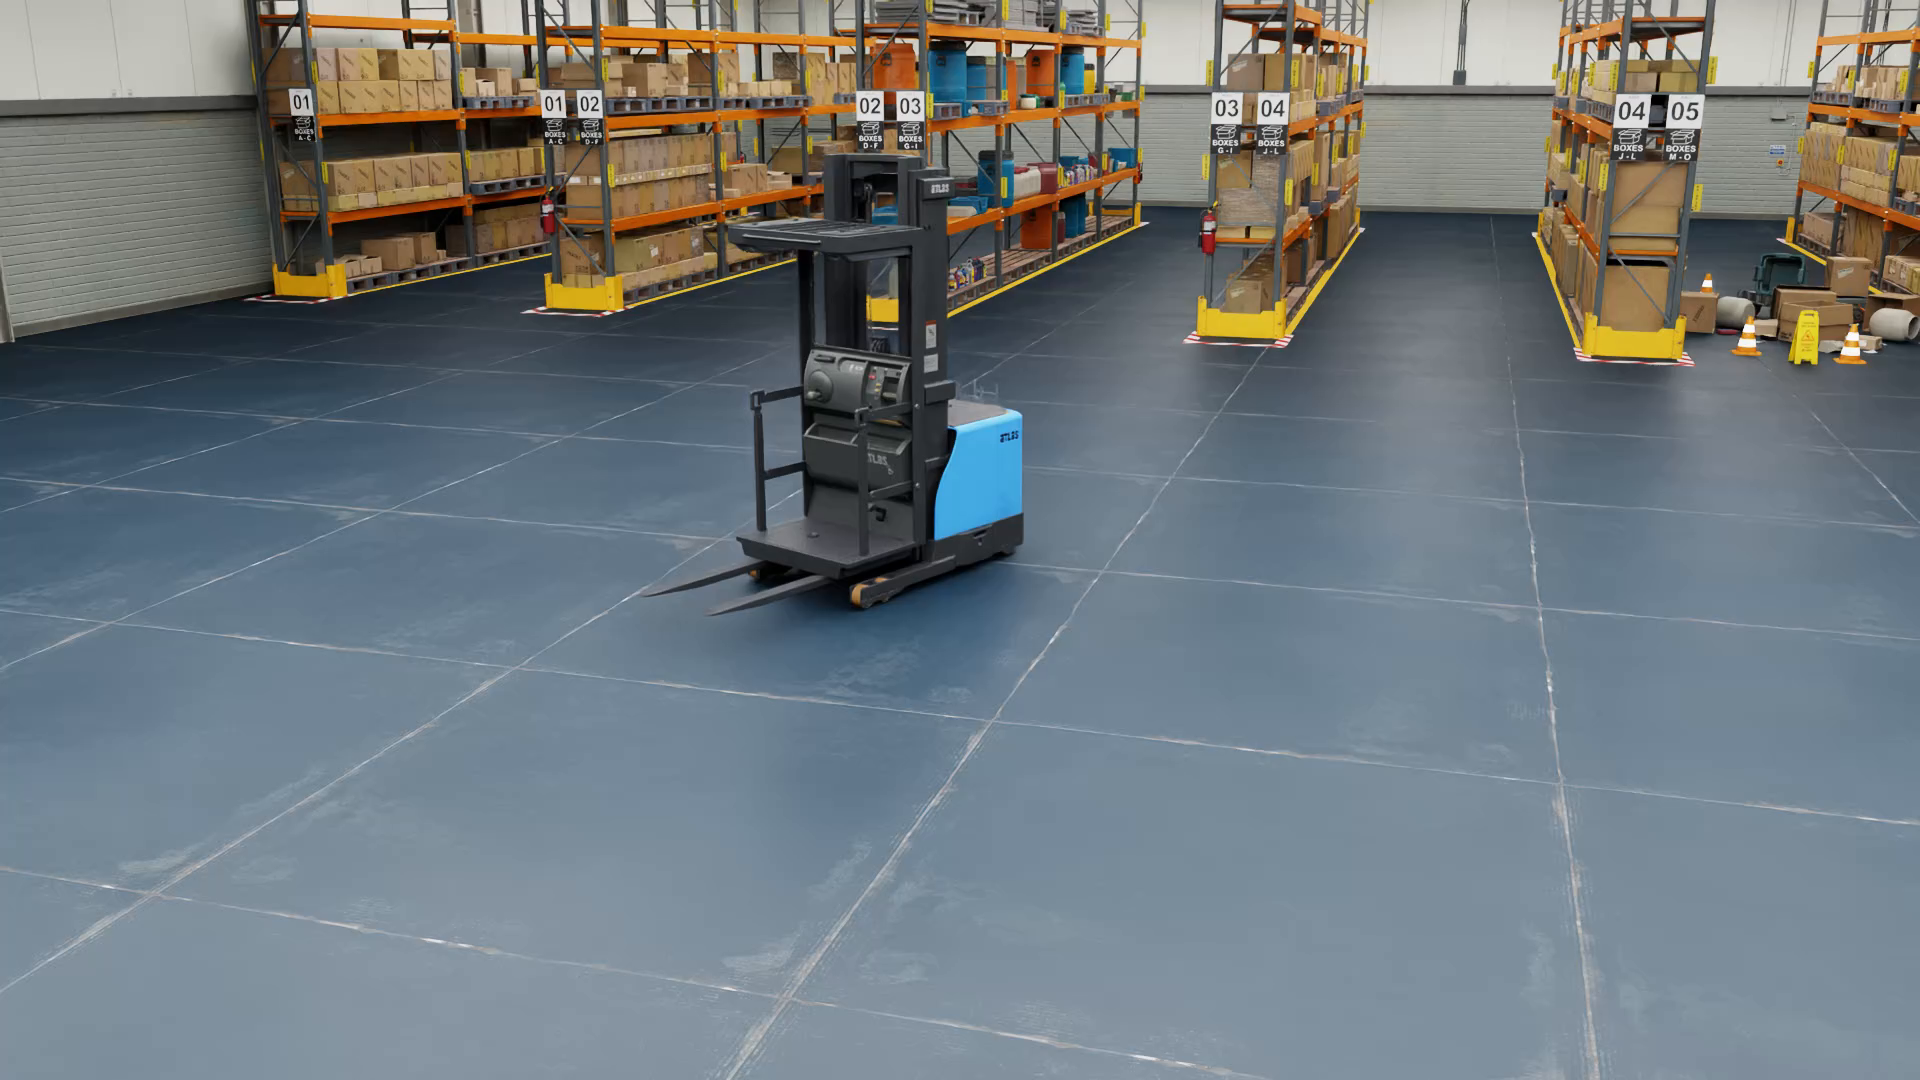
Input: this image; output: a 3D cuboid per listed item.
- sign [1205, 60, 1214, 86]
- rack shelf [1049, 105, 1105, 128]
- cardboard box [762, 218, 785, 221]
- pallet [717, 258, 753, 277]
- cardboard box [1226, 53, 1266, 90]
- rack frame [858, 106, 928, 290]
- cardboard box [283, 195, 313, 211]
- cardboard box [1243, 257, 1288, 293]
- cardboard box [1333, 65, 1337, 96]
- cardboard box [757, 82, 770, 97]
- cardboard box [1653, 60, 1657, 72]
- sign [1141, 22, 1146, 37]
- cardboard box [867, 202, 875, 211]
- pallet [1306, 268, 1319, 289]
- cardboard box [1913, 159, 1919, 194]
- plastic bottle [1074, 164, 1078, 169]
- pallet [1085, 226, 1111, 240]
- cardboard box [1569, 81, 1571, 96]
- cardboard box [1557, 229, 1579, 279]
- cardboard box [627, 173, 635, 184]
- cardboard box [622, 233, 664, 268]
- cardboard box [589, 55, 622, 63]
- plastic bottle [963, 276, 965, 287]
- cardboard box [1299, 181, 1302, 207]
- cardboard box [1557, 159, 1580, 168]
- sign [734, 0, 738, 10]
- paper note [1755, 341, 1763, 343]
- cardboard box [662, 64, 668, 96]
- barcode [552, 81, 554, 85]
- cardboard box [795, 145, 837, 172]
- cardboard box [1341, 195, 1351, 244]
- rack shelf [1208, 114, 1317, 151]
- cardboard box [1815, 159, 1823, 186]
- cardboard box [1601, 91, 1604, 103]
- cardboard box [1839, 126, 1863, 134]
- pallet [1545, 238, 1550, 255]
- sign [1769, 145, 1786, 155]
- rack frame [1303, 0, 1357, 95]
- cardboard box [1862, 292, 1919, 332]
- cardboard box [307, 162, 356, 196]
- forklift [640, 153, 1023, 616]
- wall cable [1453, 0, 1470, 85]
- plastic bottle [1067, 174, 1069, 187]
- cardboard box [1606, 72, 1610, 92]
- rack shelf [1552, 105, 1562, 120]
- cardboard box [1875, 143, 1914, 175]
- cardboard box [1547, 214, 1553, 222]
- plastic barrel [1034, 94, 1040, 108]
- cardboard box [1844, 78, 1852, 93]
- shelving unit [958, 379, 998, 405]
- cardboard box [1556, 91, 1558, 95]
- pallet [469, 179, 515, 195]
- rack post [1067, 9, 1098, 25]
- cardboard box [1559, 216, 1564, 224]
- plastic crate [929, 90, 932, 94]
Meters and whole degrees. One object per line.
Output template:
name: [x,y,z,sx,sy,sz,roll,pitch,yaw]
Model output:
sign: [3.277,-6.128,21.818,0.100,0.325,0.005,5,16,16]
rack shelf: [1.897,-8.308,32.445,1.077,0.370,4.000,5,16,16]
cardboard box: [-3.474,-5.929,31.479,0.500,0.311,0.500,4,16,15]
pallet: [-4.384,-4.881,29.650,1.003,0.211,1.213,5,16,16]
cardboard box: [4.002,-6.511,23.145,0.500,0.500,0.500,5,16,16]
rack frame: [-0.945,-4.595,23.532,1.000,3.000,0.127,5,16,16]
cardboard box: [-10.497,-5.438,26.743,0.500,0.250,0.500,5,17,17]
cardboard box: [4.633,-4.005,25.263,0.500,0.500,0.500,11,19,33]
cardboard box: [6.181,-7.891,28.558,0.500,0.500,0.500,5,17,17]
cardboard box: [-3.800,-8.236,30.376,0.500,0.250,0.500,4,16,15]
cardboard box: [9.509,-6.352,22.275,0.380,0.149,0.250,4,16,15]
sign: [4.134,-11.473,37.381,0.100,0.325,0.005,5,16,16]
cardboard box: [-2.148,-6.977,35.706,0.500,0.500,0.500,5,16,16]
pallet: [5.505,-4.440,28.096,1.003,0.211,1.213,5,16,16]
cardboard box: [14.943,-5.553,25.410,0.500,0.500,0.500,5,17,17]
plastic bottle: [2.327,-7.408,33.539,0.144,0.351,0.185,5,16,16]
pallet: [2.637,-6.588,35.670,1.003,0.211,1.213,5,16,16]
cardboard box: [11.489,-8.328,30.589,0.500,0.311,0.500,4,16,15]
cardboard box: [10.299,-4.631,27.013,1.050,0.750,0.750,5,17,17]
cardboard box: [-5.231,-5.561,25.565,0.380,0.149,0.250,5,16,16]
cardboard box: [-5.057,-4.606,26.466,0.500,0.500,0.500,5,16,16]
cardboard box: [-7.552,-10.201,35.435,0.500,0.250,0.500,4,16,14]
plastic bottle: [0.023,-4.052,25.941,0.097,0.201,0.097,0,16,0]
cardboard box: [4.753,-5.336,25.415,0.875,0.500,0.500,5,16,16]
cardboard box: [10.724,-6.628,29.301,0.380,0.149,0.250,5,17,18]
sign: [-5.380,-12.877,39.881,0.100,0.325,0.005,5,16,16]
paper note: [10.592,-2.638,22.078,0.144,0.017,0.142,11,19,35]
cardboard box: [-5.145,-7.368,26.595,0.797,0.503,0.637,7,17,22]
barcode: [-6.070,-6.819,24.812,0.001,0.075,0.075,5,16,16]
cardboard box: [-2.906,-7.721,33.601,0.700,0.500,0.500,8,18,26]
cardboard box: [7.051,-6.361,32.884,1.225,0.875,0.875,5,16,16]
rack shelf: [4.372,-5.831,23.712,1.077,0.370,4.000,5,16,16]
cardboard box: [17.035,-7.175,32.444,0.500,0.500,0.500,5,17,18]
cardboard box: [8.734,-5.884,22.089,0.380,0.149,0.250,5,17,17]
cardboard box: [16.812,-7.721,31.349,0.380,0.149,0.250,4,16,15]
pallet: [12.098,-5.776,32.807,1.003,0.211,1.213,5,16,16]
sign: [19.403,-9.255,39.467,0.327,0.218,0.001,5,16,16]
rack frame: [7.214,-10.237,32.428,1.000,3.000,0.127,5,16,16]
cardboard box: [12.833,-3.113,22.883,0.500,0.500,0.500,-10,19,-32]
cardboard box: [-10.020,-5.763,26.515,0.500,0.500,0.500,5,16,16]
forklift: [-0.854,-1.102,11.344,1.130,2.935,3.031,13,20,38]
wall cable: [13.262,-14.043,39.952,2.277,5.999,0.120,5,16,16]
plastic bottle: [2.055,-6.959,32.102,0.097,0.271,0.097,0,16,0]
cardboard box: [8.545,-5.845,21.218,0.500,0.250,0.500,5,16,16]
rack shelf: [12.509,-8.560,33.331,1.077,0.370,4.000,5,16,16]
cardboard box: [15.613,-6.355,27.722,0.500,0.500,0.500,5,17,17]
cardboard box: [12.092,-6.516,33.671,0.380,0.149,0.250,4,16,14]
plastic barrel: [1.307,-7.988,30.282,0.294,0.245,0.294,0,16,0]
cardboard box: [16.590,-8.402,30.752,0.396,0.266,0.258,5,17,18]
shelving unit: [0.136,-0.617,12.806,0.258,1.200,0.189,13,20,38]
cardboard box: [12.551,-9.122,34.270,0.500,0.250,0.500,5,17,18]
pallet: [-8.950,-6.506,30.622,1.003,0.211,1.213,5,16,16]
rack post: [2.196,-10.366,33.024,0.937,0.300,0.954,4,16,15]
cardboard box: [10.880,-5.585,29.461,0.500,0.250,0.500,5,17,17]
plastic crate: [-0.692,-6.553,24.967,0.392,0.384,0.575,5,16,16]
